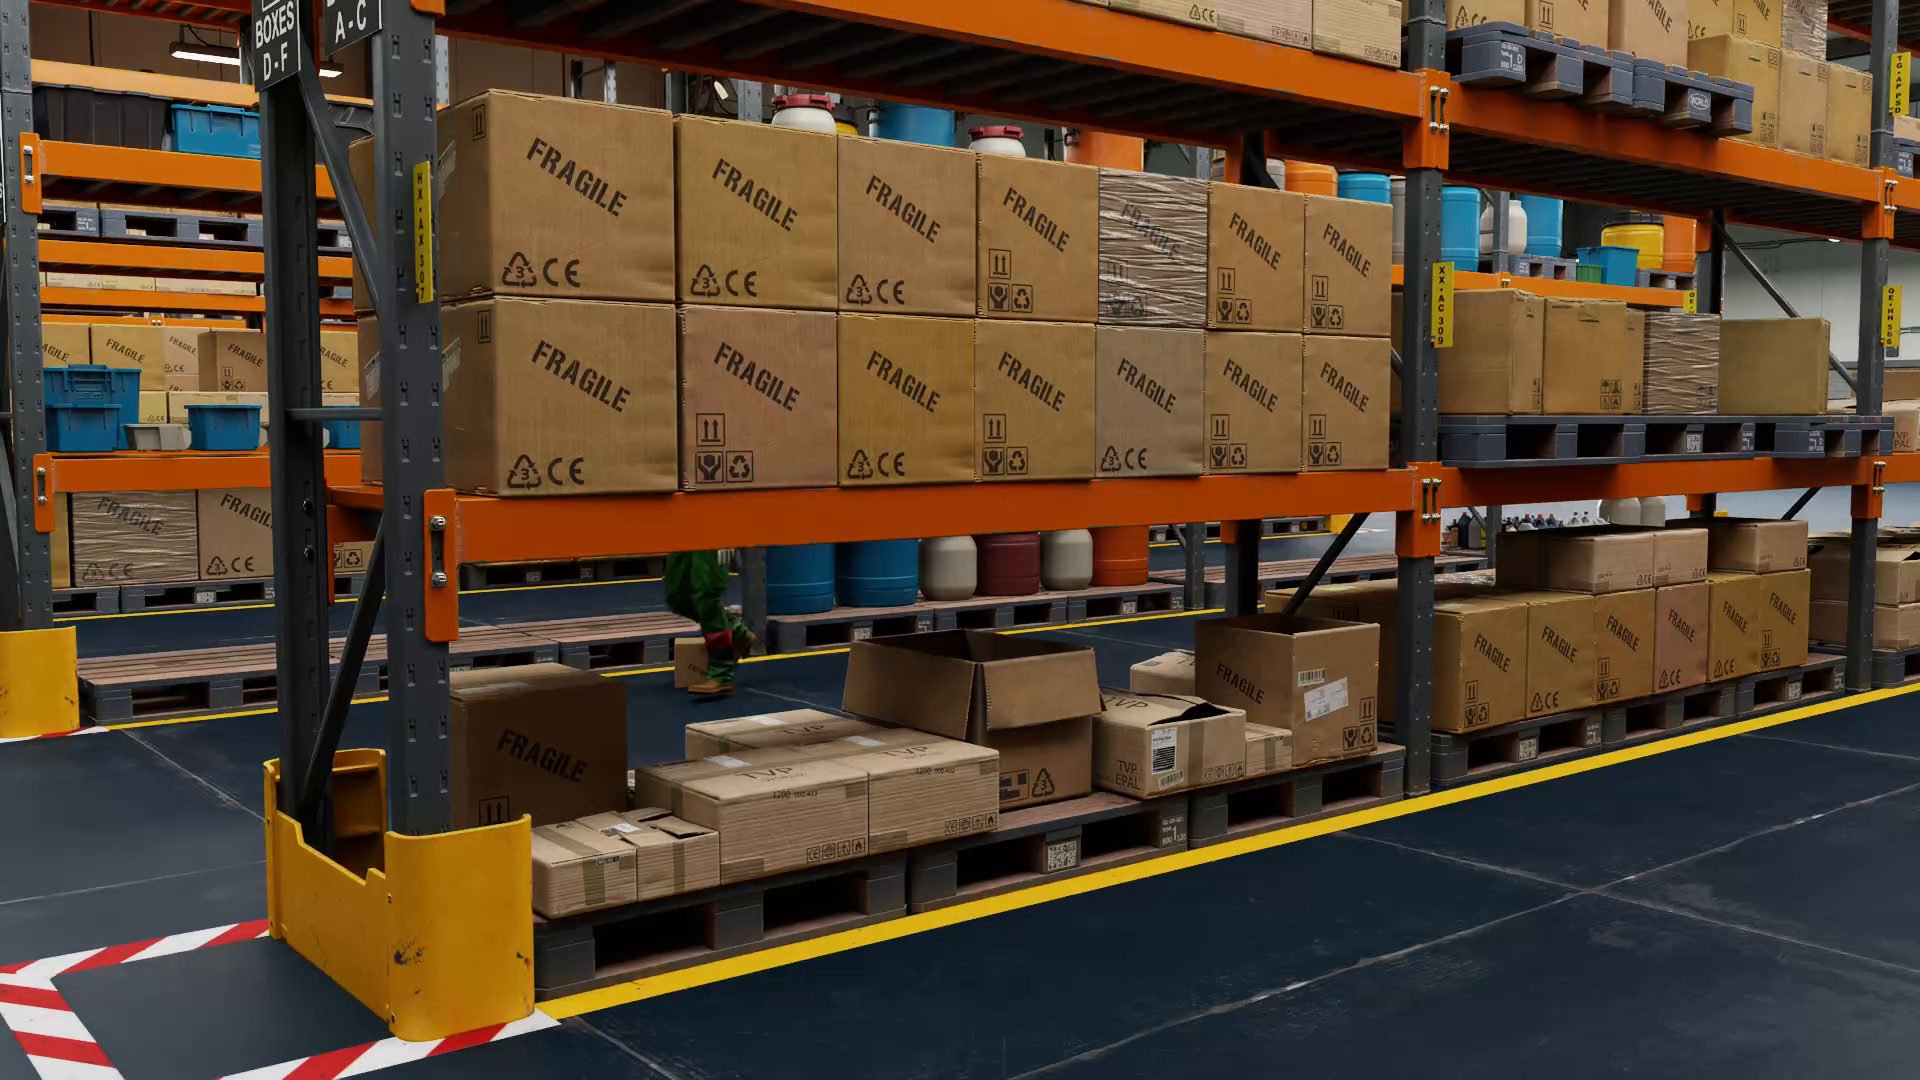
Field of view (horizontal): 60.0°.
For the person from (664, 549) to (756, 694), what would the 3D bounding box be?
[{"bbox_3d":[-1.328,-0.065,8.936,0.665,1.776,0.601,-4,6,-42],"label":"person"}]
